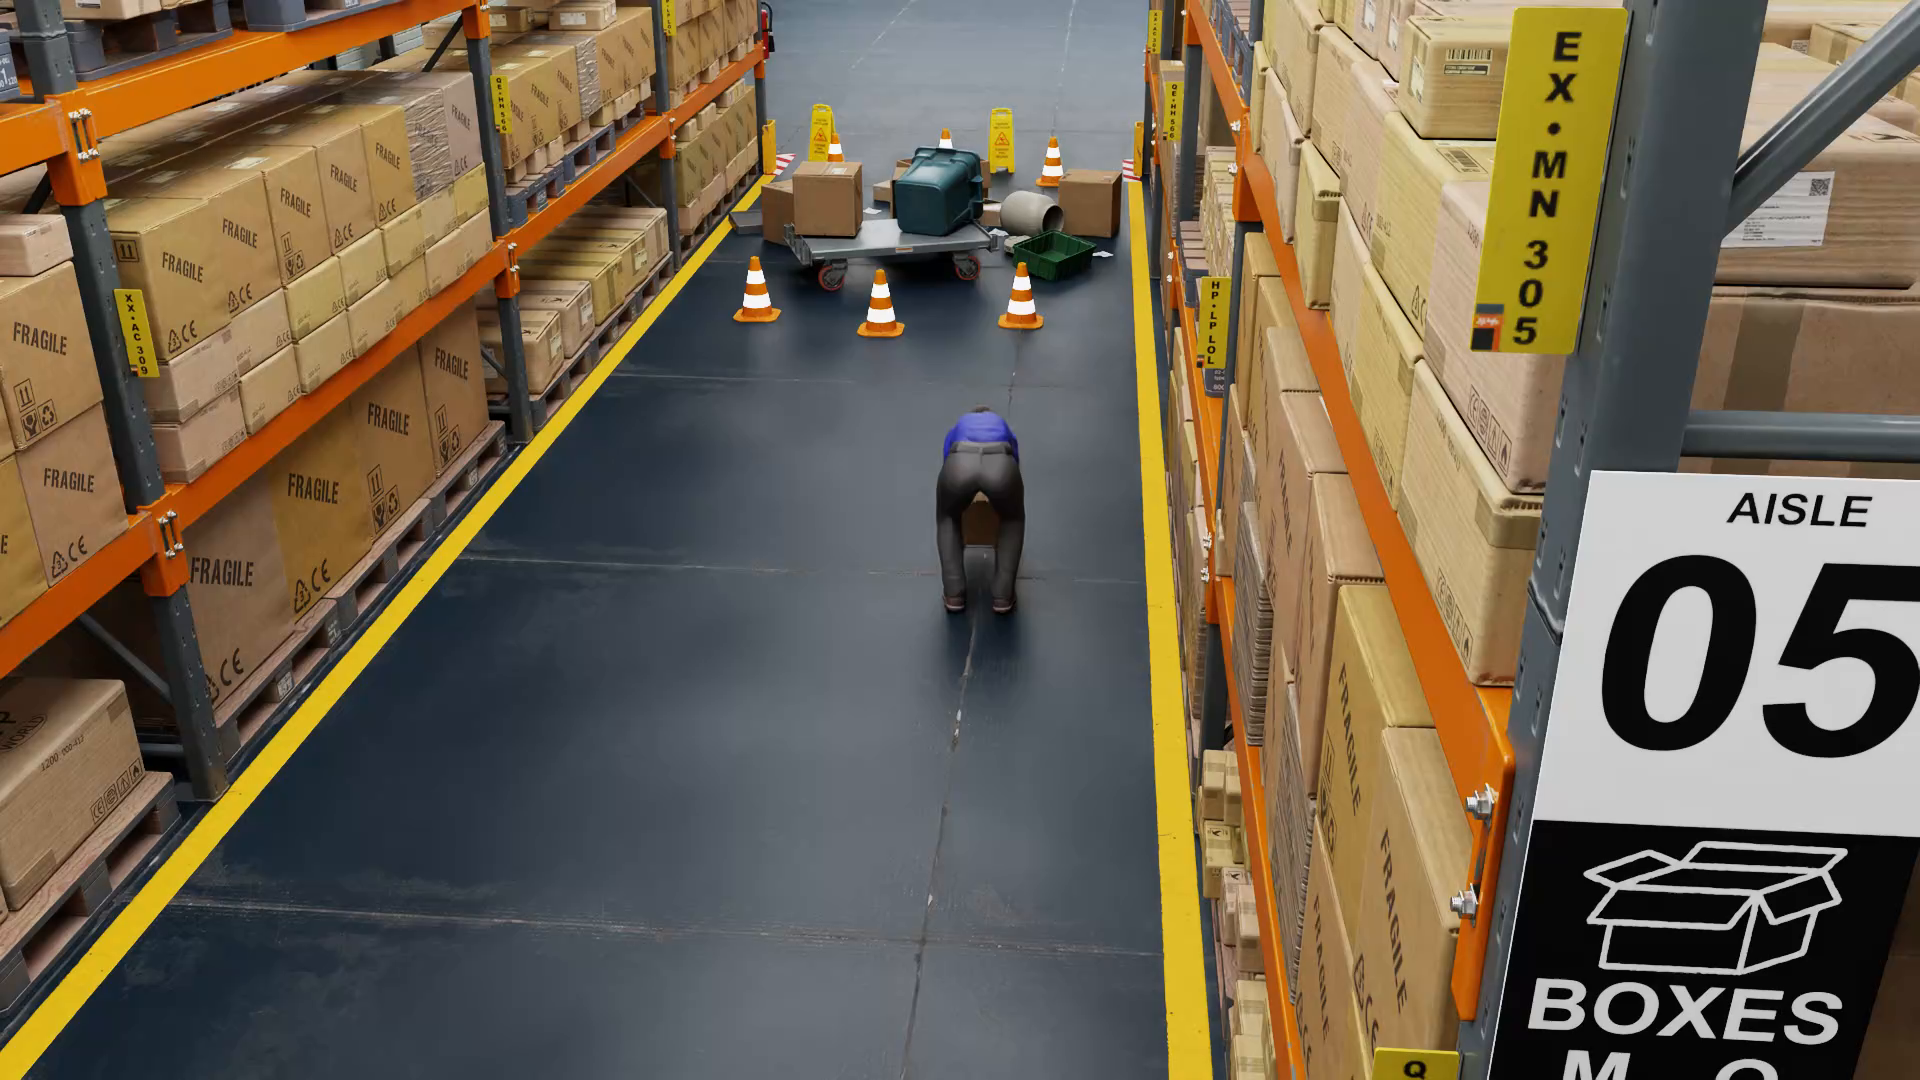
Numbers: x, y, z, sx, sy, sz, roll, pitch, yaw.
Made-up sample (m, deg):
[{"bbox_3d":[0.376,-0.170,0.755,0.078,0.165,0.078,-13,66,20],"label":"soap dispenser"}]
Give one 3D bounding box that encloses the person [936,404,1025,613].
[{"bbox_3d":[0.105,-0.188,8.383,0.450,0.941,0.875,1,25,2],"label":"person"}]
